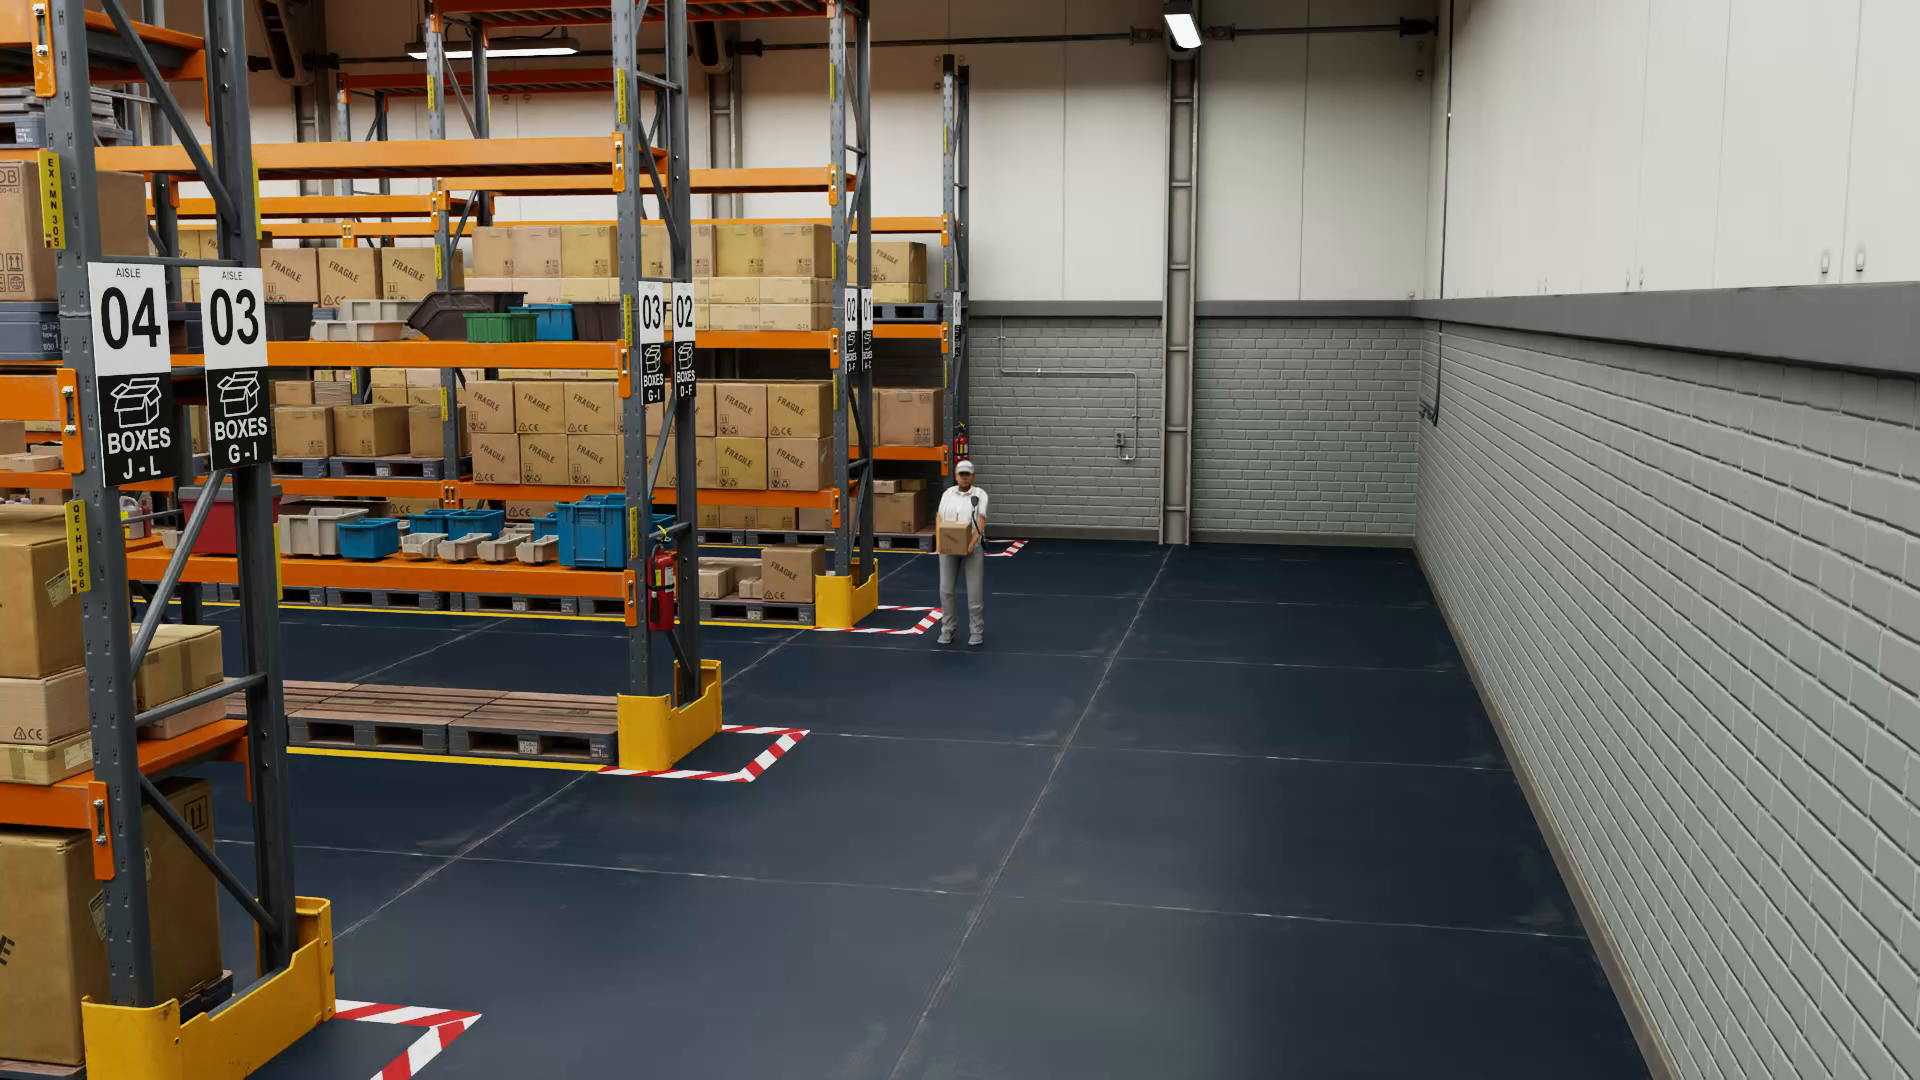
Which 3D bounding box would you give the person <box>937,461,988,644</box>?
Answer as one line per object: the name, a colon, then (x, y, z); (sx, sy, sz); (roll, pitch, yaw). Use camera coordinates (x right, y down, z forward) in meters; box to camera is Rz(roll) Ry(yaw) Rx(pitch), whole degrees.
person: (0.009, 0.117, 15.029); (0.454, 1.655, 0.535); (2, 8, 12)
